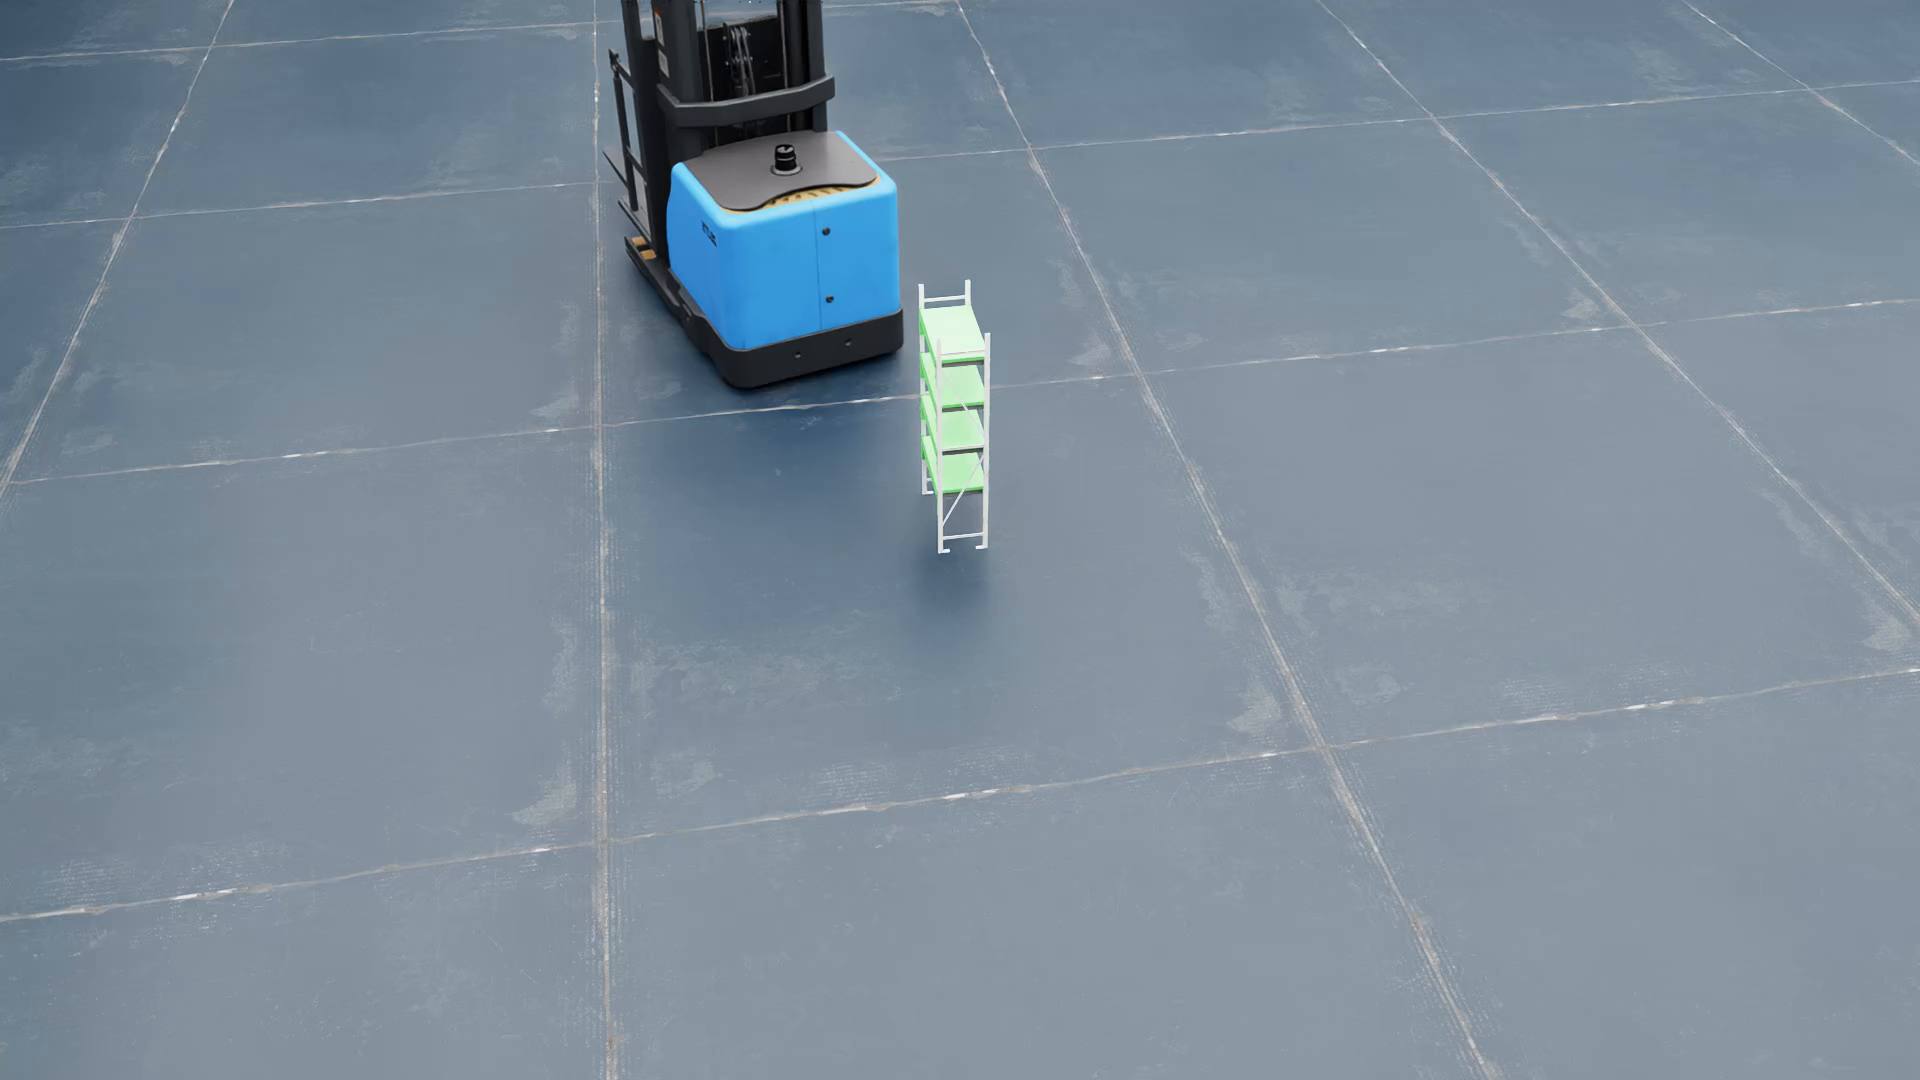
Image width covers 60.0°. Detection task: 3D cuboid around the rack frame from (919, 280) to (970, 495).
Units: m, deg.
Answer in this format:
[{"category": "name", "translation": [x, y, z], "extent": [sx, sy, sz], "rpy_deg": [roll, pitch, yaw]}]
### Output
[{"category": "rack frame", "translation": [-0.072, -0.721, 8.100], "extent": [0.240, 1.200, 0.015], "rpy_deg": [-6, 38, -8]}]

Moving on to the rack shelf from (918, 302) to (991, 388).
[{"category": "rack shelf", "translation": [-0.029, -0.902, 7.655], "extent": [0.258, 0.148, 0.480], "rpy_deg": [-6, 38, -8]}]

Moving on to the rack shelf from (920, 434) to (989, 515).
[{"category": "rack shelf", "translation": [-0.029, -0.334, 8.097], "extent": [0.258, 0.148, 0.480], "rpy_deg": [-6, 38, -8]}]

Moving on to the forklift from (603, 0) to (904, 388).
[{"category": "forklift", "translation": [-1.428, -2.884, 9.473], "extent": [1.130, 2.935, 3.031], "rpy_deg": [-17, 41, -21]}]

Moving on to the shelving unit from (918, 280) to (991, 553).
[{"category": "shelving unit", "translation": [-0.029, -0.574, 7.911], "extent": [0.258, 1.200, 0.503], "rpy_deg": [-6, 38, -8]}]

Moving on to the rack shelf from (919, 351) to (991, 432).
[{"category": "rack shelf", "translation": [-0.029, -0.713, 7.802], "extent": [0.258, 0.148, 0.480], "rpy_deg": [-6, 38, -8]}]

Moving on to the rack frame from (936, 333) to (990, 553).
[{"category": "rack frame", "translation": [0.014, -0.426, 7.721], "extent": [0.240, 1.200, 0.015], "rpy_deg": [-6, 38, -8]}]

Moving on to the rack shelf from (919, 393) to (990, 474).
[{"category": "rack shelf", "translation": [-0.029, -0.523, 7.950], "extent": [0.258, 0.148, 0.480], "rpy_deg": [-6, 38, -8]}]
